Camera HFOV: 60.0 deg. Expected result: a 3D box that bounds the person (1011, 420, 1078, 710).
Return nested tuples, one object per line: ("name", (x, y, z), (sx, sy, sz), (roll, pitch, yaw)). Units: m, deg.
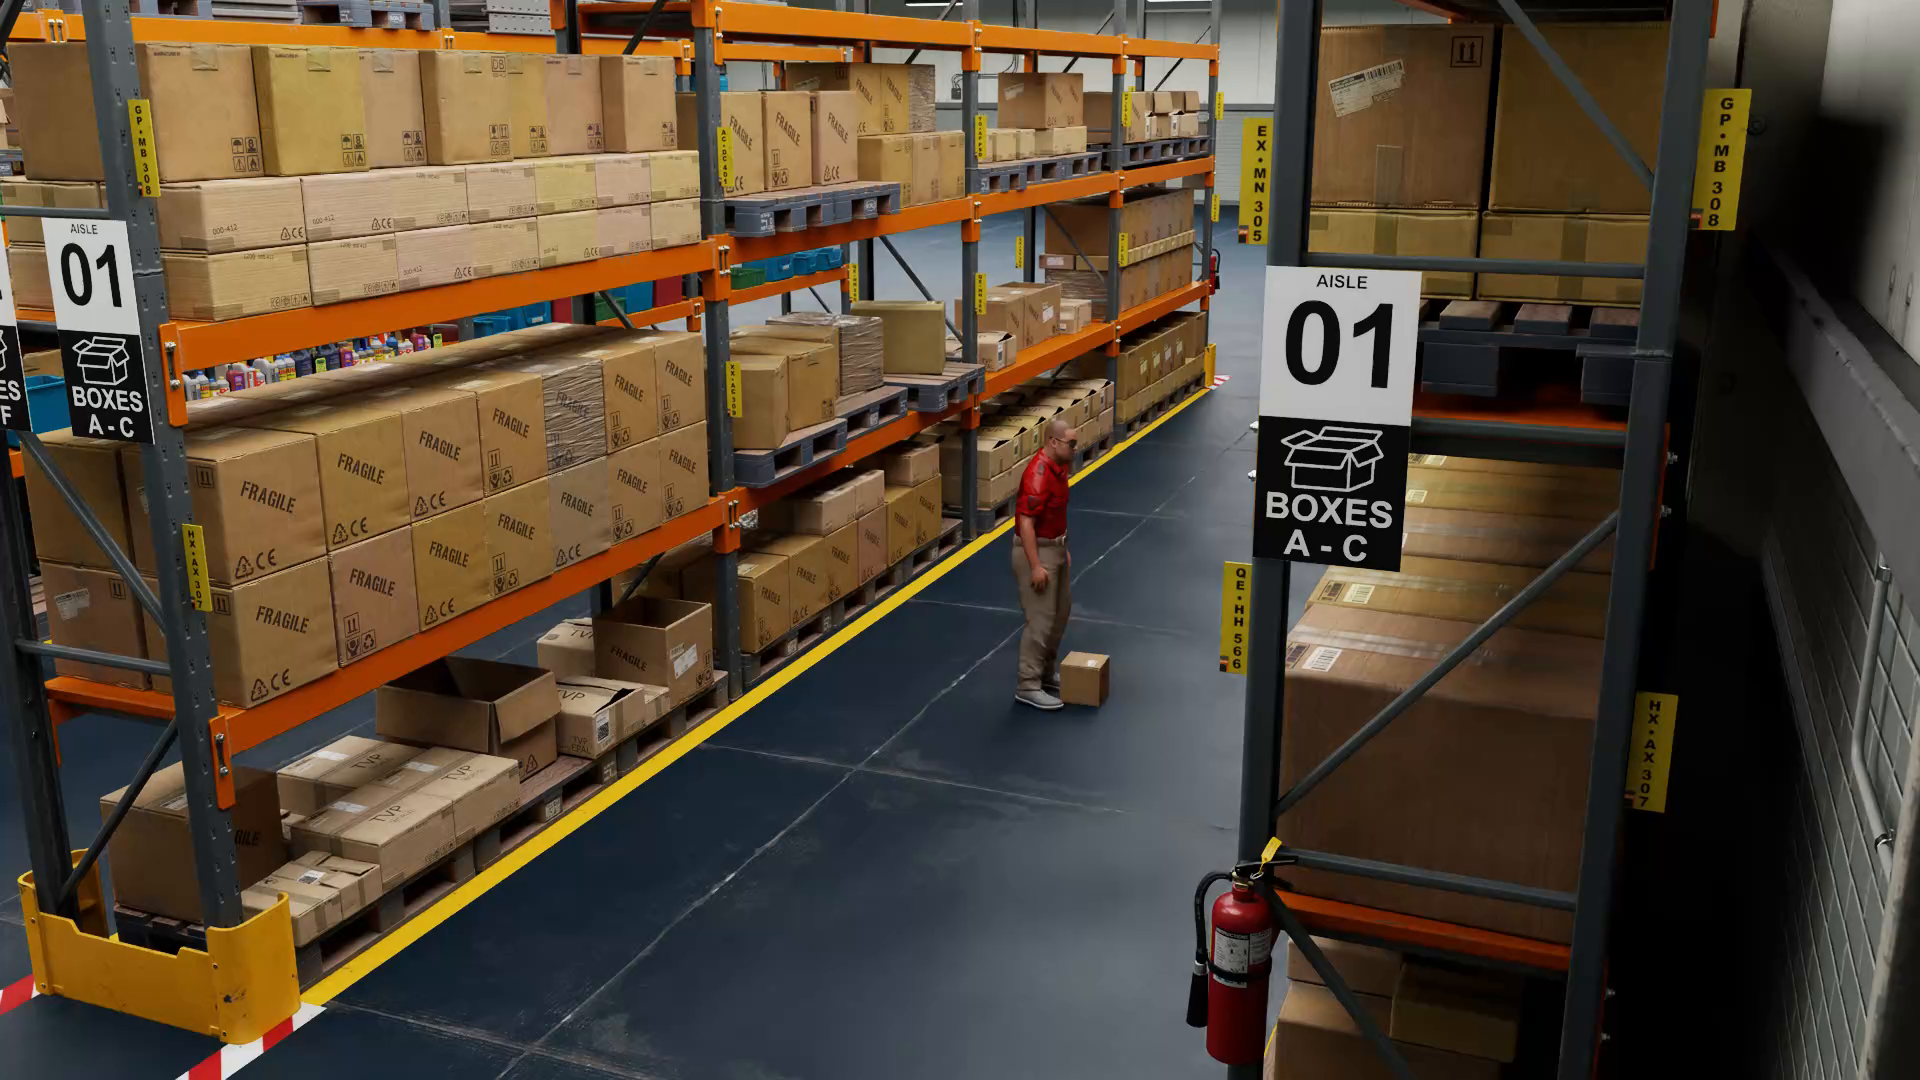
("person", (0.528, 0.119, 10.112), (0.386, 1.726, 0.587), (6, 16, 20))
